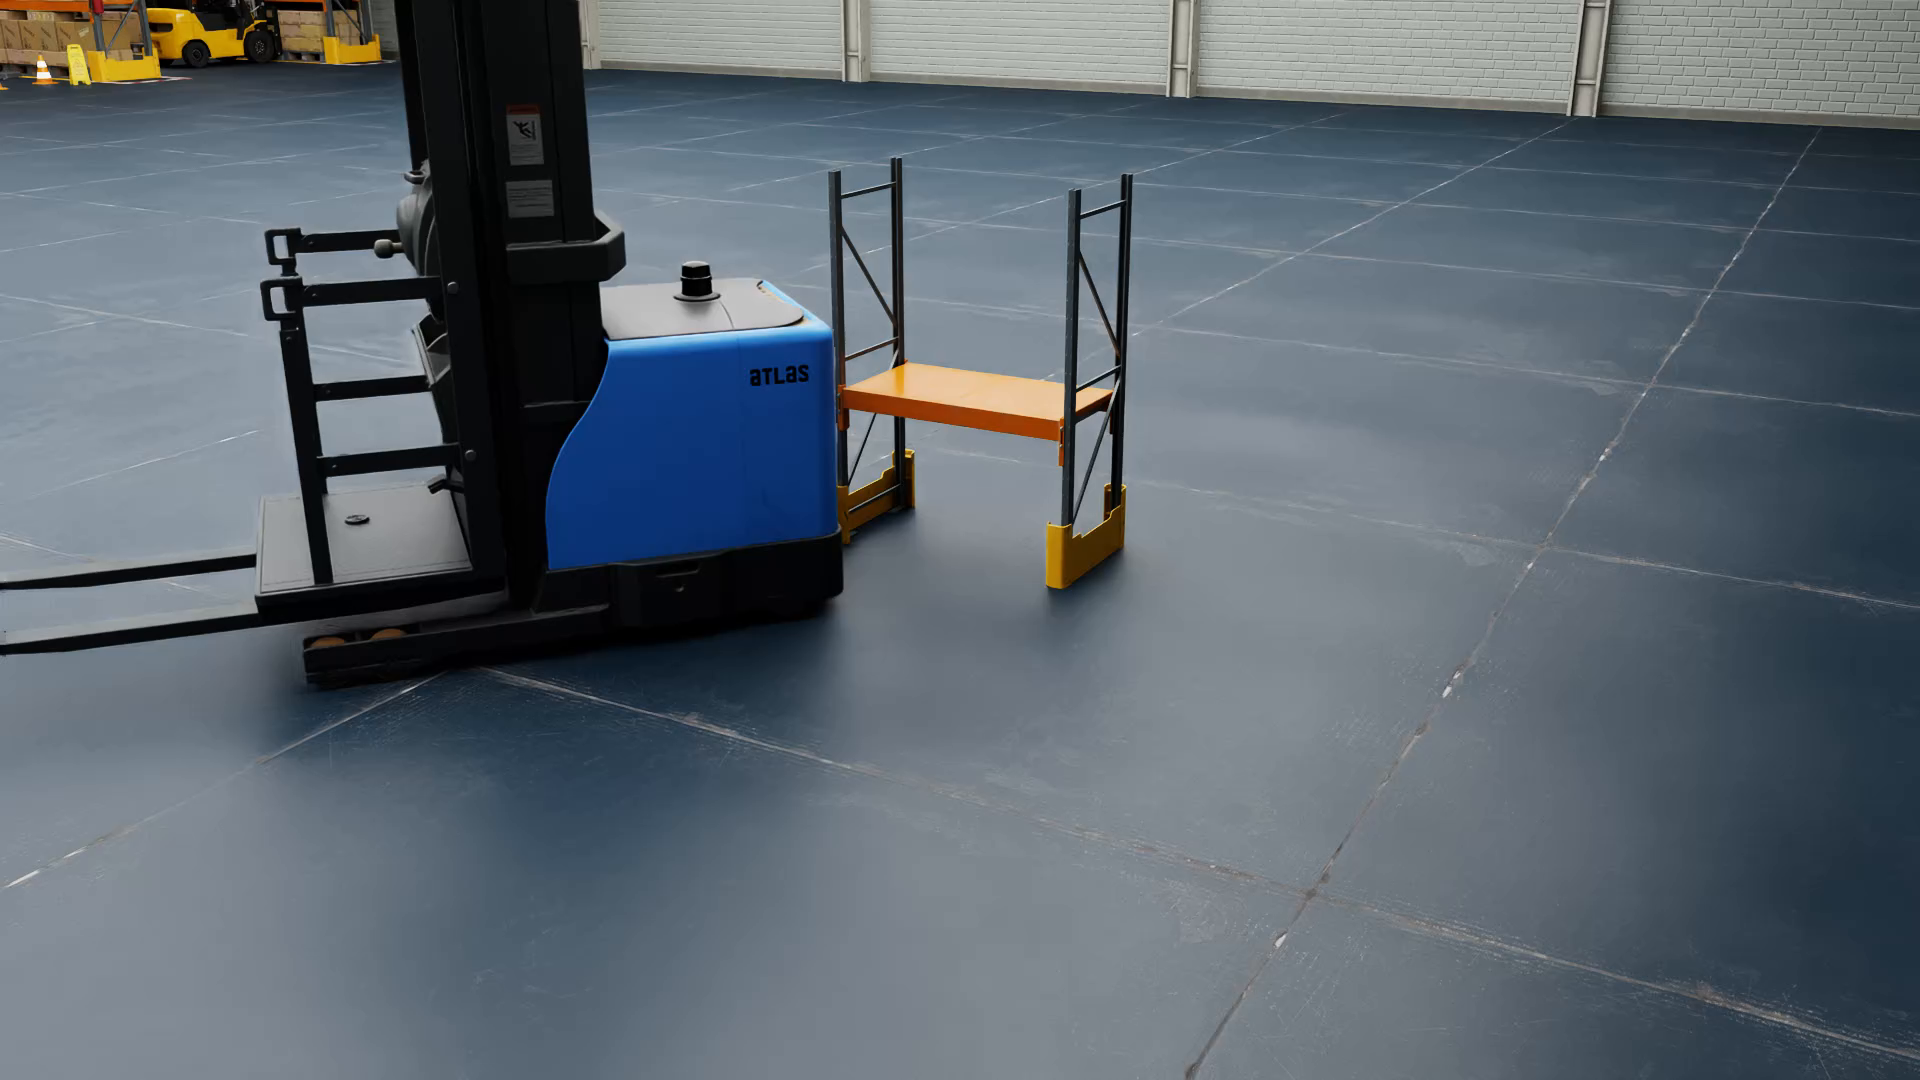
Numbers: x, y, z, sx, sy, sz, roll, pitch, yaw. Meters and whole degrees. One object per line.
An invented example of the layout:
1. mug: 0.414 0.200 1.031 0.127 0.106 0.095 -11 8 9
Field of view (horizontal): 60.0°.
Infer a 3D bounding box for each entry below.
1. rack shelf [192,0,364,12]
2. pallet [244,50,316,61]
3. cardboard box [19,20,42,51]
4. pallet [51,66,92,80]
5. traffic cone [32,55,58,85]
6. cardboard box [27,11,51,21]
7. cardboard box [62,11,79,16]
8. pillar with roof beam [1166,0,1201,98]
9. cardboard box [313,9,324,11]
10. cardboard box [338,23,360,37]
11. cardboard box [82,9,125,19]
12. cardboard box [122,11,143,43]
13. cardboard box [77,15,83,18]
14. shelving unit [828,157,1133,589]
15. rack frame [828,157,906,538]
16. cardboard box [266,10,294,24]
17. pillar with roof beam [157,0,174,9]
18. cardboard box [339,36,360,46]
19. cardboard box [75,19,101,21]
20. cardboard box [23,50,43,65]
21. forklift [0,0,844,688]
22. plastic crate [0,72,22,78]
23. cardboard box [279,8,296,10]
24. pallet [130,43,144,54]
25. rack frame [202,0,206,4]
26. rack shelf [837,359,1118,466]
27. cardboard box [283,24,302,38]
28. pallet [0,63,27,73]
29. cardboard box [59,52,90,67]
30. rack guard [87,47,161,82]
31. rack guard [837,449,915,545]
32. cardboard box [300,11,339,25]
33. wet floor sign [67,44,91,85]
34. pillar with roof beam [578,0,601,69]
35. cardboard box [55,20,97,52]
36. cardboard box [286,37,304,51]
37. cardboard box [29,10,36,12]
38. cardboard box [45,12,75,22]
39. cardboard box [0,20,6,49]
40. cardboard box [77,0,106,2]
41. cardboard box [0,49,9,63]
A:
1. rack shelf: -13.838 -10.936 33.671 4.000 0.370 1.077 11 23 27
2. pallet: -13.841 -9.949 33.983 1.213 0.211 1.003 11 23 27
3. cardboard box: -16.230 -8.948 29.452 0.500 0.500 0.500 10 22 26
4. pallet: -15.268 -8.311 29.467 1.213 0.211 1.003 11 23 27
5. traffic cone: -15.514 -7.959 28.127 0.334 0.463 0.336 11 23 27
6. cardboard box: -16.136 -9.210 29.221 0.250 0.149 0.380 12 23 30
7. cardboard box: -19.631 -11.606 36.561 0.250 0.149 0.380 10 22 25
8. pillar with roof beam: 1.355 -9.871 20.882 0.400 9.000 9.100 11 23 27
9. cardboard box: -12.857 -10.535 33.460 0.500 0.250 0.500 11 23 27
10. cardboard box: -12.401 -10.222 33.329 0.500 0.250 0.500 11 23 28
11. cardboard box: -18.538 -11.246 36.335 0.625 0.625 0.875 12 23 29
12. cardboard box: -17.376 -11.027 35.733 0.625 0.625 0.875 10 22 25
13. cardboard box: -19.550 -11.301 36.671 0.500 0.500 0.500 12 23 29
14. shelving unit: 0.067 -0.692 6.574 1.083 1.500 0.587 11 23 27
15. rack frame: -0.369 -0.775 6.803 0.032 1.500 0.500 11 23 27
16. cardboard box: -13.540 -10.465 33.265 0.500 0.250 0.500 11 23 28
17. pillar with roof beam: -19.598 -13.862 31.885 0.400 9.000 9.100 11 23 27
18. cardboard box: -12.425 -9.987 33.414 0.500 0.250 0.500 11 23 28
19. cardboard box: -15.558 -9.027 29.668 0.500 0.500 0.500 10 22 25
20. cardboard box: -16.254 -8.597 29.582 0.500 0.250 0.500 10 22 25
21. forklift: -2.003 -1.091 5.573 3.031 2.935 1.130 -7 21 -19
22. plastic crate: -17.031 -8.251 29.495 0.583 0.080 0.402 3 20 9
23. cardboard box: -13.733 -10.709 33.938 0.500 0.250 0.500 10 22 26
24. pallet: -17.315 -10.610 35.804 1.213 0.211 1.003 11 23 27
25. rack frame: -15.584 -11.607 34.465 0.127 3.000 1.000 11 23 27
26. rack shelf: 0.074 -0.522 6.632 1.000 0.185 0.538 11 23 27
27. cardboard box: -13.102 -10.156 33.148 0.500 0.250 0.500 11 22 27
28. pallet: -17.398 -8.717 30.586 1.213 0.211 1.003 11 23 27
29. cardboard box: -15.367 -8.427 29.114 0.500 0.250 0.500 11 23 27
30. rack guard: -14.576 -8.301 29.017 0.348 0.500 1.175 11 23 27
31. rack guard: -0.368 -0.188 7.016 0.087 0.250 0.587 11 23 27
32. cardboard box: -12.646 -10.301 32.813 0.500 0.250 0.500 12 23 29
33. wet floor sign: -14.865 -8.007 27.992 0.267 0.644 0.232 -16 26 -38
34. pillar with roof beam: -9.122 -11.867 26.383 0.400 9.000 9.100 11 23 27
35. cardboard box: -15.336 -8.777 28.978 0.500 0.500 0.500 11 23 28
36. cardboard box: -13.086 -9.916 33.220 0.500 0.250 0.500 11 23 27
37. cardboard box: -20.519 -11.798 37.090 0.250 0.149 0.380 10 22 26
38. cardboard box: -15.689 -9.123 28.981 0.250 0.149 0.380 12 23 29
39. cardboard box: -17.145 -9.122 29.931 0.500 0.500 0.500 12 23 29
40. cardboard box: -14.940 -9.344 28.594 0.250 0.149 0.380 12 23 29
41. cardboard box: -17.147 -8.770 30.059 0.500 0.250 0.500 12 23 30
